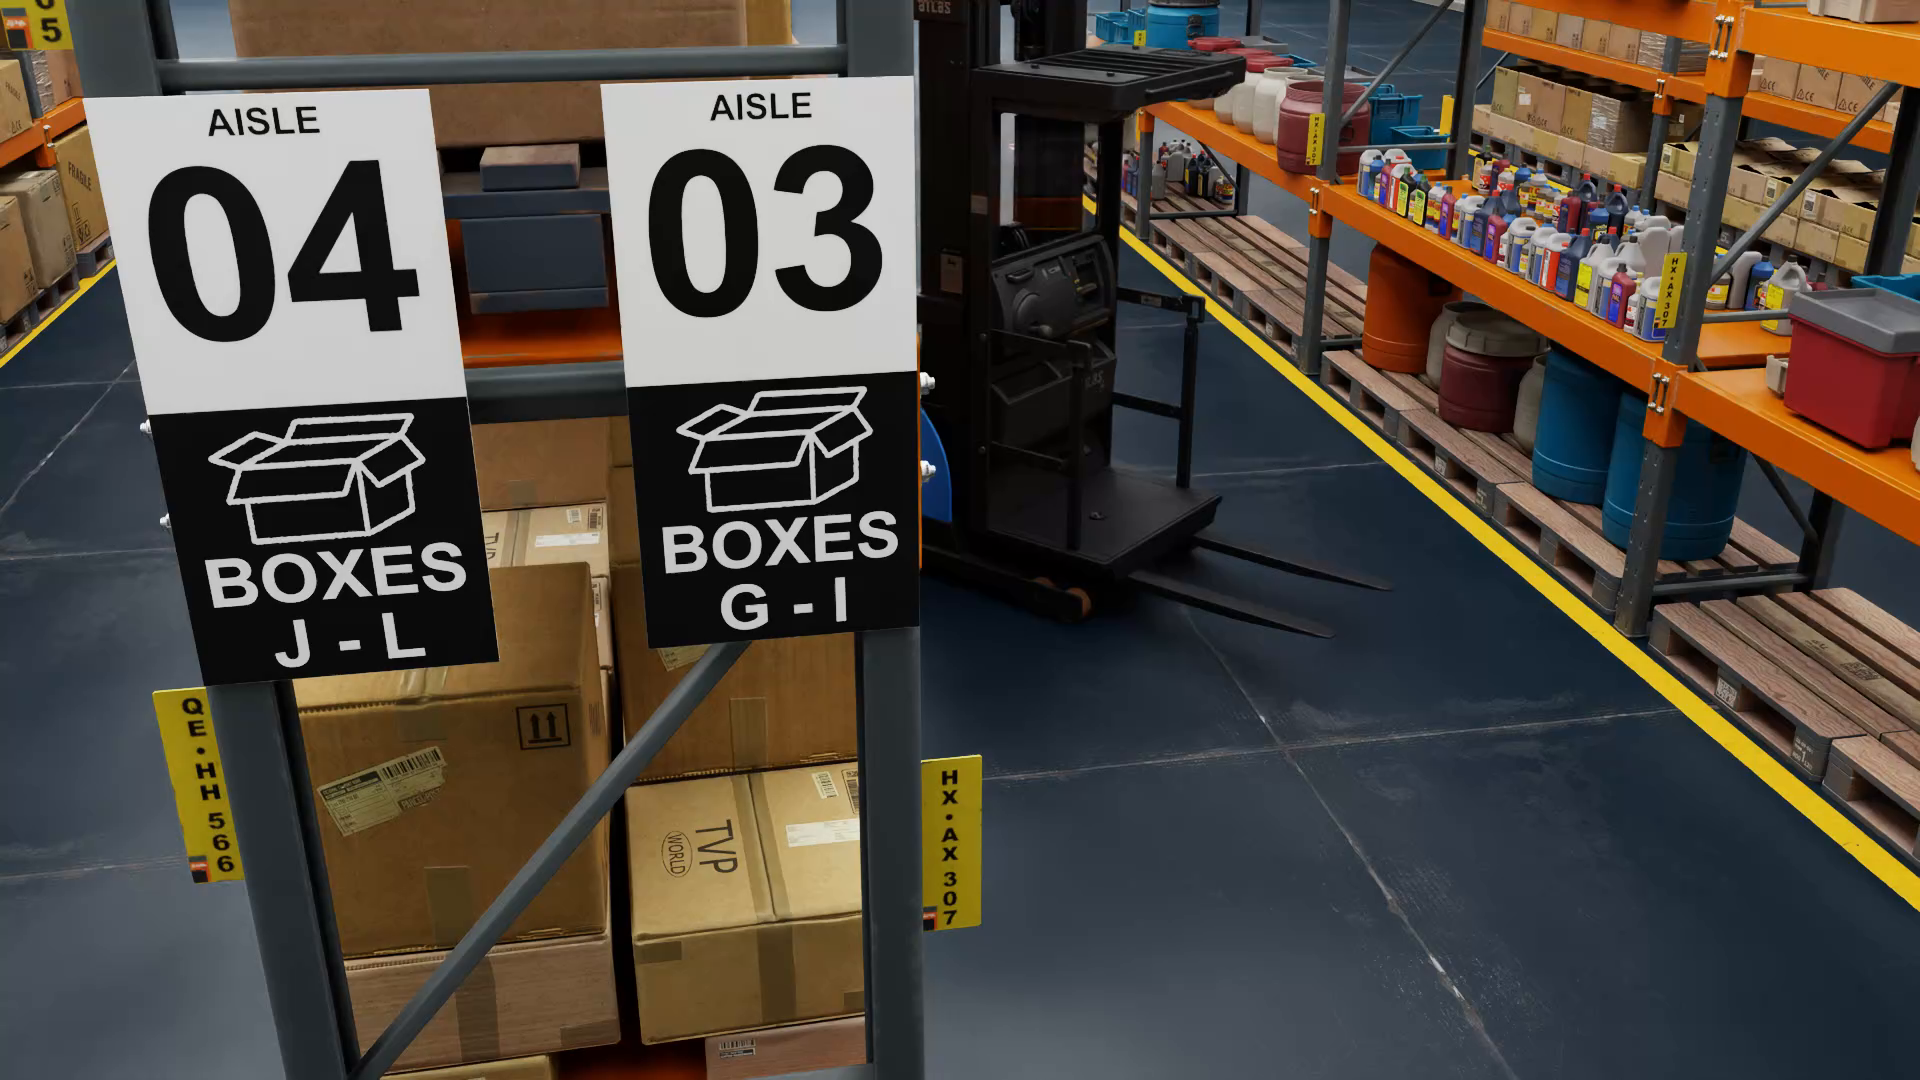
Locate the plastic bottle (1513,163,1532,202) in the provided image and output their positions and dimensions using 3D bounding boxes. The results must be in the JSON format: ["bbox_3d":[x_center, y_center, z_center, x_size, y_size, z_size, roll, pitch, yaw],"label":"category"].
[{"bbox_3d":[3.403,-2.147,10.079,0.097,0.271,0.097,0,24,0],"label":"plastic bottle"}]

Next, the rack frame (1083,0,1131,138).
[{"bbox_3d":[1.348,-5.694,18.040,1.000,3.000,0.127,-4,24,-10],"label":"rack frame"}]

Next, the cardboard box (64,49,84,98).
[{"bbox_3d":[-7.861,-4.076,14.147,0.875,0.550,0.550,-4,24,-10],"label":"cardboard box"}]

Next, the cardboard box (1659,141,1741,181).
[{"bbox_3d":[6.788,-3.495,15.214,0.500,0.311,0.500,-4,24,-10],"label":"cardboard box"}]

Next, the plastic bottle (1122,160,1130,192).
[{"bbox_3d":[1.578,-3.446,15.737,0.061,0.283,0.133,-3,24,-6],"label":"plastic bottle"}]

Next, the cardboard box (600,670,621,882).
[{"bbox_3d":[-1.005,0.527,3.610,0.500,0.250,0.500,-5,24,-11],"label":"cardboard box"}]

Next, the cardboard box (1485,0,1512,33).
[{"bbox_3d":[6.290,-5.921,18.434,0.700,0.500,0.500,-4,24,-10],"label":"cardboard box"}]

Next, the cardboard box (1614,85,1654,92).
[{"bbox_3d":[6.993,-4.361,16.961,0.500,0.500,0.500,-4,24,-10],"label":"cardboard box"}]

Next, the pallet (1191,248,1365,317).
[{"bbox_3d":[2.500,-2.056,13.194,1.003,0.211,1.213,-4,24,-10],"label":"pallet"}]

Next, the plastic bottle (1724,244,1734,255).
[{"bbox_3d":[3.793,-1.317,8.179,0.097,0.271,0.097,0,24,0],"label":"plastic bottle"}]

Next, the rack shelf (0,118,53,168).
[{"bbox_3d":[-7.303,-2.311,11.192,1.077,0.370,4.000,-4,24,-10],"label":"rack shelf"}]

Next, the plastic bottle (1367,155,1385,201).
[{"bbox_3d":[2.584,-2.247,10.308,0.097,0.271,0.097,0,24,0],"label":"plastic bottle"}]

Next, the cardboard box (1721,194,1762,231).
[{"bbox_3d":[6.979,-2.837,14.408,0.500,0.250,0.500,-5,24,-11],"label":"cardboard box"}]

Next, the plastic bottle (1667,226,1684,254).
[{"bbox_3d":[3.684,-1.492,8.573,0.152,0.276,0.135,-4,24,-10],"label":"plastic bottle"}]

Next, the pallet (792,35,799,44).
[{"bbox_3d":[-0.938,-1.140,3.976,1.003,0.211,1.213,-4,24,-10],"label":"pallet"}]

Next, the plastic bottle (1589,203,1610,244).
[{"bbox_3d":[3.469,-1.695,9.043,0.097,0.271,0.097,0,24,0],"label":"plastic bottle"}]

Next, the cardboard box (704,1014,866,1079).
[{"bbox_3d":[-0.303,0.917,3.217,0.380,0.149,0.250,-4,24,-9],"label":"cardboard box"}]

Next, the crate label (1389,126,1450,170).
[{"bbox_3d":[3.117,-2.664,11.312,0.303,0.233,0.416,-4,24,-10],"label":"crate label"}]

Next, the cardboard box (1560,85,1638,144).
[{"bbox_3d":[6.478,-4.322,16.873,0.500,0.500,0.500,-4,24,-10],"label":"cardboard box"}]

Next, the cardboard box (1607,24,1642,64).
[{"bbox_3d":[6.764,-4.913,16.126,0.700,0.500,0.500,-5,24,-10],"label":"cardboard box"}]

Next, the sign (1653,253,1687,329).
[{"bbox_3d":[3.026,-1.061,7.086,0.100,0.325,0.005,-4,24,-10],"label":"sign"}]

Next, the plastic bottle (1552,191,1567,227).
[{"bbox_3d":[3.493,-1.924,9.655,0.097,0.201,0.097,0,24,0],"label":"plastic bottle"}]

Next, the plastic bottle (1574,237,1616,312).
[{"bbox_3d":[3.075,-1.289,8.015,0.144,0.351,0.185,-4,24,-10],"label":"plastic bottle"}]

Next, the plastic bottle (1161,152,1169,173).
[{"bbox_3d":[2.044,-3.751,16.538,0.097,0.201,0.097,0,24,0],"label":"plastic bottle"}]

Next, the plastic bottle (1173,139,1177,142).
[{"bbox_3d":[2.158,-3.917,16.814,0.061,0.283,0.133,-4,24,-8],"label":"plastic bottle"}]

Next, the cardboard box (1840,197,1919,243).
[{"bbox_3d":[7.254,-2.494,12.922,0.500,0.311,0.500,-5,24,-11],"label":"cardboard box"}]

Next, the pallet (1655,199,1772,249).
[{"bbox_3d":[7.131,-2.921,15.175,1.003,0.211,1.213,-4,24,-10],"label":"pallet"}]

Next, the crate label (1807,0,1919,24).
[{"bbox_3d":[3.373,-2.014,6.196,0.293,0.136,0.466,-4,24,-10],"label":"crate label"}]

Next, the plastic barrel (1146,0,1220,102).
[{"bbox_3d":[1.861,-4.176,13.938,0.600,0.901,0.708,-4,24,-10],"label":"plastic barrel"}]

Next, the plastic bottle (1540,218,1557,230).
[{"bbox_3d":[3.067,-1.549,8.710,0.097,0.271,0.097,0,24,0],"label":"plastic bottle"}]

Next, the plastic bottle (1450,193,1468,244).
[{"bbox_3d":[2.797,-1.793,9.268,0.097,0.271,0.097,0,24,0],"label":"plastic bottle"}]

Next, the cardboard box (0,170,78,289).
[{"bbox_3d":[-7.470,-2.351,12.672,1.050,0.750,0.750,-4,24,-10],"label":"cardboard box"}]

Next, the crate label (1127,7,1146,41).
[{"bbox_3d":[1.954,-5.007,16.421,0.502,0.435,0.616,-4,24,-10],"label":"crate label"}]

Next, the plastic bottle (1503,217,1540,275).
[{"bbox_3d":[2.948,-1.535,8.671,0.152,0.276,0.135,-4,24,-10],"label":"plastic bottle"}]

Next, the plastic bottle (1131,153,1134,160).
[{"bbox_3d":[1.668,-3.585,16.054,0.061,0.283,0.133,-4,24,-10],"label":"plastic bottle"}]

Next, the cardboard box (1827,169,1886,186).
[{"bbox_3d":[7.594,-2.939,13.941,0.500,0.311,0.500,-5,24,-10],"label":"cardboard box"}]

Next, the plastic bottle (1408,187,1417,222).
[{"bbox_3d":[2.694,-1.980,9.785,0.097,0.201,0.097,0,24,0],"label":"plastic bottle"}]

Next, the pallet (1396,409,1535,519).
[{"bbox_3d":[3.236,-0.484,9.594,1.003,0.211,1.213,-4,24,-10],"label":"pallet"}]

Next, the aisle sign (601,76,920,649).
[{"bbox_3d":[-0.253,-0.220,2.257,0.394,0.787,0.004,-4,24,-10],"label":"aisle sign"}]

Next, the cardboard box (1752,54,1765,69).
[{"bbox_3d":[7.090,-4.227,14.868,0.500,0.250,0.500,-3,24,-6],"label":"cardboard box"}]

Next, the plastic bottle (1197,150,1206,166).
[{"bbox_3d":[2.311,-3.531,15.847,0.144,0.351,0.185,-5,24,-12],"label":"plastic bottle"}]

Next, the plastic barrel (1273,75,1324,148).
[{"bbox_3d":[2.427,-2.988,11.703,0.421,0.512,0.421,0,24,0],"label":"plastic barrel"}]

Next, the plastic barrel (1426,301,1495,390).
[{"bbox_3d":[3.126,-1.193,10.318,0.421,0.512,0.421,0,24,0],"label":"plastic barrel"}]

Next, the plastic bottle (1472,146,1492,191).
[{"bbox_3d":[3.321,-2.367,10.567,0.061,0.283,0.133,-4,24,-10],"label":"plastic bottle"}]

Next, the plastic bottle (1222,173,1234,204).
[{"bbox_3d":[2.459,-3.230,15.257,0.097,0.271,0.097,0,24,0],"label":"plastic bottle"}]

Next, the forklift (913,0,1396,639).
[{"bbox_3d":[0.621,-1.191,7.815,3.031,2.935,1.130,17,29,34],"label":"forklift"}]

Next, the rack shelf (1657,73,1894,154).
[{"bbox_3d":[7.326,-3.370,13.617,1.077,0.370,4.000,-4,24,-10],"label":"rack shelf"}]

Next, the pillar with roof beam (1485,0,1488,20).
[{"bbox_3d":[5.614,-13.367,28.112,9.100,9.000,0.400,-4,24,-10],"label":"pillar with roof beam"}]

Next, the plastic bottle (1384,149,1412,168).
[{"bbox_3d":[2.739,-2.308,10.442,0.152,0.276,0.135,-4,24,-10],"label":"plastic bottle"}]

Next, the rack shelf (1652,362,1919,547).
[{"bbox_3d":[3.936,0.142,5.576,1.077,0.370,4.000,-4,24,-10],"label":"rack shelf"}]

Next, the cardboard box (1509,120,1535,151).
[{"bbox_3d":[6.285,-4.371,17.922,0.500,0.250,0.500,-4,24,-10],"label":"cardboard box"}]

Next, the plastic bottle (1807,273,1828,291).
[{"bbox_3d":[3.918,-1.097,7.659,0.061,0.283,0.133,-4,24,-10],"label":"plastic bottle"}]

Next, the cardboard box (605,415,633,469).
[{"bbox_3d":[-0.579,-0.054,4.006,0.500,0.500,0.500,-5,24,-11],"label":"cardboard box"}]
